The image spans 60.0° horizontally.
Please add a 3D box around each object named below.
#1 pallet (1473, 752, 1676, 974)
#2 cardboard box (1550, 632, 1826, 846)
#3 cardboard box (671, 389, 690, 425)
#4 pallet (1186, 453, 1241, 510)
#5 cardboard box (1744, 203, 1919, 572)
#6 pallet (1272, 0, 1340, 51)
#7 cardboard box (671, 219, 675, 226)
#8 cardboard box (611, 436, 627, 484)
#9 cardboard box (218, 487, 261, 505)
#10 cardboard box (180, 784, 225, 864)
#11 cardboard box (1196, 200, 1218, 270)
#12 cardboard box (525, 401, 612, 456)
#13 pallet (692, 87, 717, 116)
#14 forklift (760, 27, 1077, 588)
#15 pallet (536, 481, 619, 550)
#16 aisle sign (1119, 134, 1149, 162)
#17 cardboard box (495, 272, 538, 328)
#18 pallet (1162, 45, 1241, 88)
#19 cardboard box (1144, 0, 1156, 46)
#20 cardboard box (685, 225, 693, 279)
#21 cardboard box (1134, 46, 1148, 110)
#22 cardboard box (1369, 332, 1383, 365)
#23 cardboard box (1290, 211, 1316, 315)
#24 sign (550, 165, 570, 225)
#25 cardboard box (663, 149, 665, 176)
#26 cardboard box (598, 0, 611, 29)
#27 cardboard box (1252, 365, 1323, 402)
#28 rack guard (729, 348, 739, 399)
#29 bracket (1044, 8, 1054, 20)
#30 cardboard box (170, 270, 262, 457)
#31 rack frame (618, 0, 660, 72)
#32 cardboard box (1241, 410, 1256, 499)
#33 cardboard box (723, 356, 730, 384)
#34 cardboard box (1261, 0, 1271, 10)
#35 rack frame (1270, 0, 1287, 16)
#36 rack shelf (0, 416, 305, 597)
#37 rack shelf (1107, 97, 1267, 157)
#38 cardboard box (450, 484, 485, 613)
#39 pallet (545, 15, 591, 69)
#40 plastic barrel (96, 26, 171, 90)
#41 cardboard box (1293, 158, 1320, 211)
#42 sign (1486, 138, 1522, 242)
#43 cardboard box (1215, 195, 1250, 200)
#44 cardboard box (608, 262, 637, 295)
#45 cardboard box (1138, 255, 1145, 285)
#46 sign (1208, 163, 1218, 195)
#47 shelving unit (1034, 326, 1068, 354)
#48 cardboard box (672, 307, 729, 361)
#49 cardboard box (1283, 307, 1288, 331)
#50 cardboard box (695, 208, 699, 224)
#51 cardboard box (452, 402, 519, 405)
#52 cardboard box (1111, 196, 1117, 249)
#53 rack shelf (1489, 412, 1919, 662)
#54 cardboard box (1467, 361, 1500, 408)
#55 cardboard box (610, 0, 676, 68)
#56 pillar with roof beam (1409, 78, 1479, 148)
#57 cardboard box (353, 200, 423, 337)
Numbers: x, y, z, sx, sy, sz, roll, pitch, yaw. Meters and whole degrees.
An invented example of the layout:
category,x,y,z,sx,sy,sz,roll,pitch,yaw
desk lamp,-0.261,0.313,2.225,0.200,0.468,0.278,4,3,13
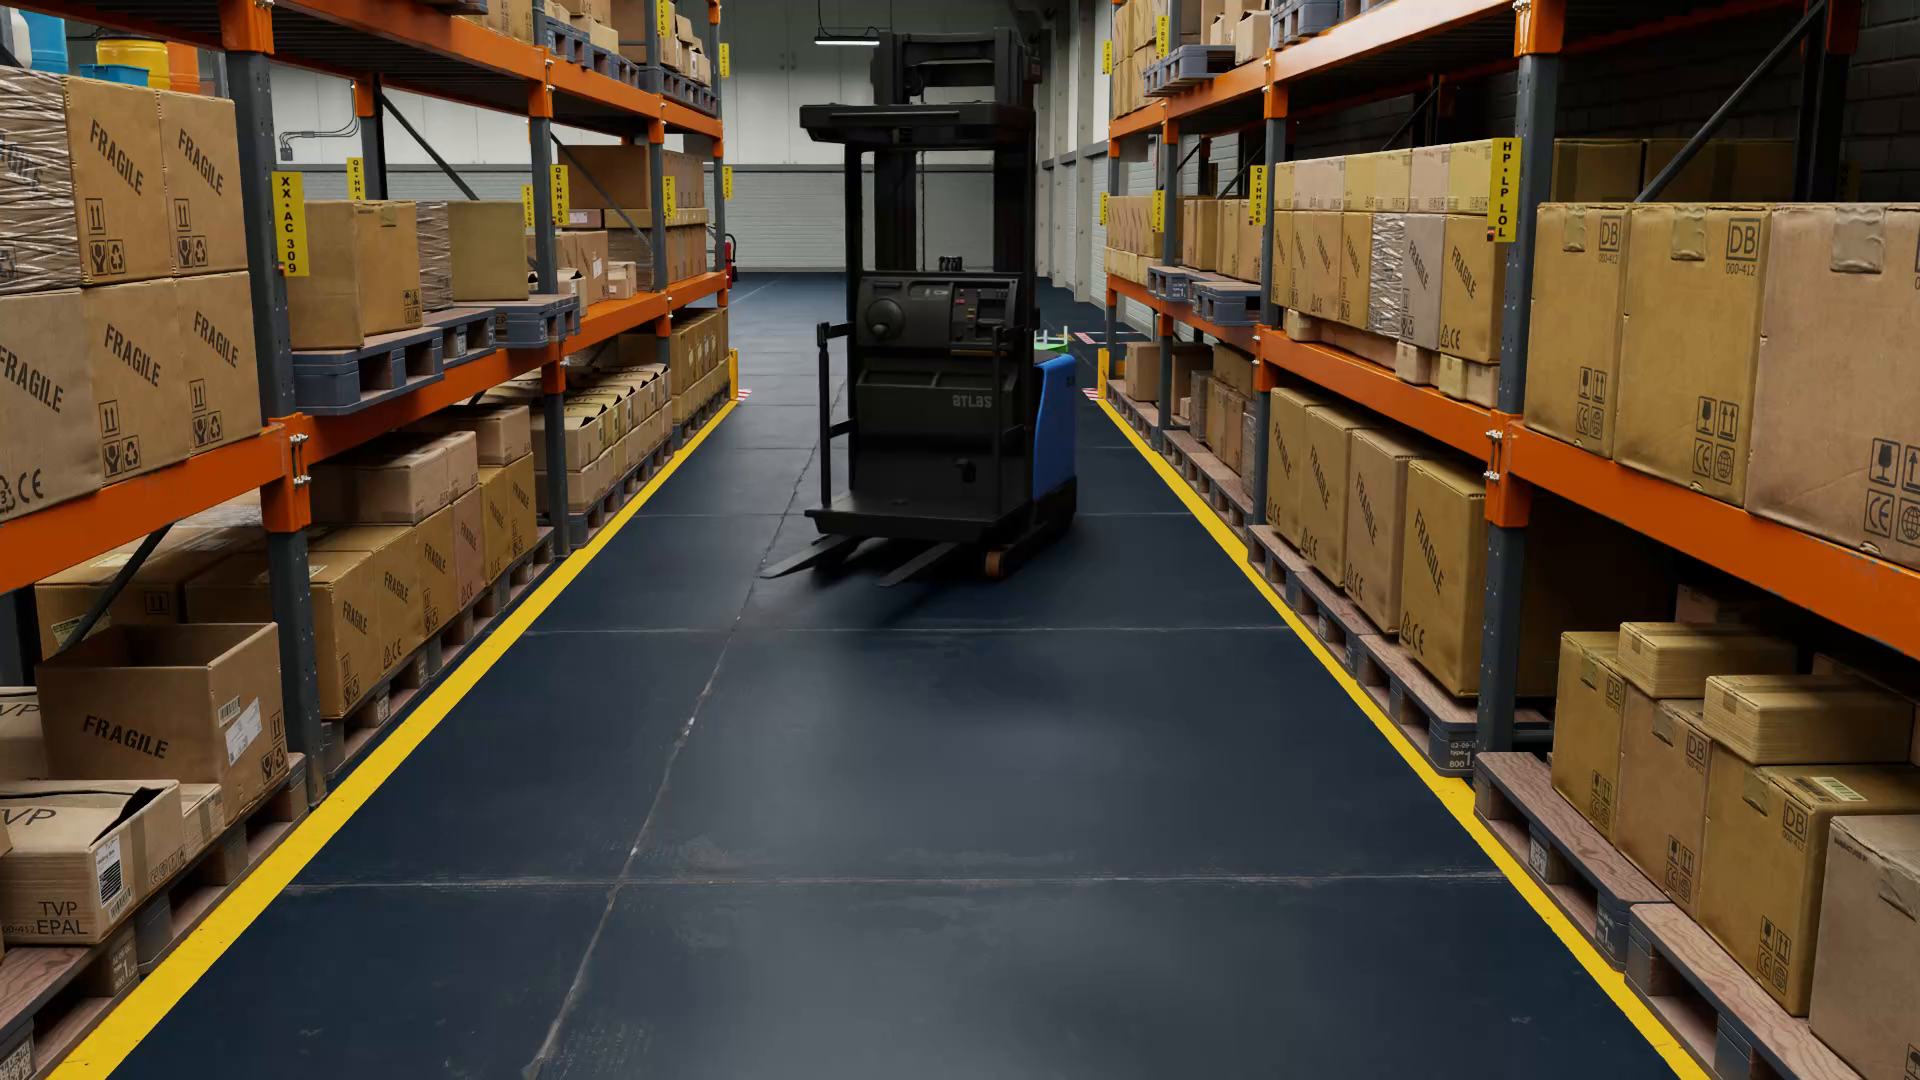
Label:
category,x,y,z,sx,sy,sz,roll,pitch,yaw
pallet,2.222,0.924,4.973,1.003,0.211,1.213,0,11,-1
cardboard box,2.197,0.574,4.914,0.700,0.500,0.500,0,11,0
cardboard box,-2.540,-1.115,13.869,0.500,0.250,0.500,0,11,-1
pallet,2.164,-0.420,11.597,1.003,0.211,1.213,0,11,-1
cardboard box,2.313,-0.343,3.453,0.980,0.700,0.700,-1,11,-4
pallet,2.268,-2.639,8.452,1.213,0.211,1.003,0,11,1
cardboard box,-2.668,-2.787,14.371,0.380,0.149,0.250,-1,11,-3
cardboard box,-2.496,-0.535,11.010,0.500,0.250,0.500,-1,11,-3
cardboard box,-2.990,0.041,7.495,0.500,0.500,0.500,-1,11,-3
cardboard box,-2.305,0.795,4.659,0.380,0.149,0.250,0,11,-1
cardboard box,2.100,-2.236,12.180,0.700,0.500,0.500,1,12,5
cardboard box,-2.488,-0.711,10.467,0.500,0.311,0.500,-1,11,-3
pallet,-2.928,-4.244,16.113,1.003,0.211,1.213,0,11,-1
forklift,-0.194,-1.306,9.124,1.130,2.935,3.031,4,12,17
pallet,-2.729,-0.165,10.342,1.003,0.211,1.213,0,11,-1
aisle sign,1.735,-4.266,17.006,0.394,0.787,0.004,0,11,-1
cardboard box,-2.715,-1.397,9.624,0.500,0.311,0.500,0,11,2
pallet,2.050,-3.233,11.378,1.213,0.211,1.003,0,11,-1
cardboard box,1.815,-4.411,13.896,0.500,0.500,0.500,0,11,2
cardboard box,-2.899,-2.711,15.628,0.700,0.500,0.500,0,11,-1
cardboard box,1.814,-4.023,14.499,0.500,0.500,0.500,-1,11,-3
cardboard box,2.018,-0.852,7.297,0.380,0.149,0.250,0,11,1
cardboard box,1.957,-1.392,8.326,0.500,0.500,0.500,0,11,1
sign,-2.209,-1.901,9.171,0.100,0.325,0.005,0,11,-1
cardboard box,-2.861,-3.037,13.968,0.700,0.500,0.500,0,11,-1
cardboard box,-2.861,-4.010,12.172,0.500,0.500,0.500,0,11,0
cardboard box,2.185,-1.004,10.756,0.500,0.250,0.500,0,11,0
rack guard,-2.917,-1.738,17.368,1.175,0.500,0.348,0,11,-1
bracket,2.073,-12.235,38.679,0.235,0.232,0.430,0,11,-1
cardboard box,-2.402,-0.524,4.844,0.500,0.500,0.500,0,11,0
rack frame,-2.834,-5.103,12.580,1.000,3.000,0.127,0,11,-1
cardboard box,2.134,-0.523,10.271,0.700,0.500,0.500,0,11,0
cardboard box,-2.610,-1.711,16.808,0.500,0.250,0.500,0,11,-1
cardboard box,2.267,-3.178,10.323,0.797,0.503,0.637,1,12,7
rack frame,2.201,-4.329,8.765,1.000,3.000,0.127,0,11,-1
rack shelf,-2.627,0.177,3.450,1.077,0.370,4.000,0,11,-1
rack shelf,2.077,-3.699,15.014,1.077,0.370,4.000,0,11,-1
cardboard box,-2.470,0.034,7.530,0.500,0.500,0.500,-1,11,-3
pallet,-2.855,-2.880,9.641,1.213,0.211,1.003,0,11,1
plastic barrel,-7.718,-4.481,15.526,0.600,0.588,0.600,0,11,0
cardboard box,1.965,-1.763,8.269,0.500,0.250,0.500,0,11,-2
sign,1.742,-1.118,5.315,0.100,0.325,0.005,0,11,-1
cardboard box,2.318,-2.582,13.684,0.500,0.500,0.500,-1,11,-2
cardboard box,-2.780,-1.992,12.710,0.500,0.250,0.500,0,11,2
cardboard box,1.804,-2.312,14.240,0.500,0.250,0.500,0,11,-1
sign,2.591,-3.700,17.045,0.100,0.325,0.005,0,11,-1
shelving unit,0.515,-0.791,10.917,0.258,1.200,0.503,4,11,19
cardboard box,-2.608,-2.079,16.734,0.500,0.500,0.500,0,11,-1
cardboard box,1.977,-1.209,9.057,0.380,0.149,0.250,0,11,-2
cardboard box,-2.703,-3.097,15.898,0.380,0.149,0.250,0,11,0
cardboard box,-3.025,-0.707,10.451,0.500,0.311,0.500,0,11,-2
cardboard box,1.746,-3.089,16.180,0.500,0.500,0.500,0,11,-1
rack shelf,2.325,0.156,3.554,1.077,0.370,4.000,0,11,-1
cardboard box,1.994,-0.547,5.791,0.380,0.149,0.250,0,11,-1
cardboard box,-2.581,-4.058,13.312,0.500,0.500,0.500,1,11,4
pillar with roof beam,-1.265,-4.573,9.969,9.100,9.000,0.400,0,11,-1
cardboard box,-2.532,-1.059,6.428,0.700,0.500,0.500,2,12,8
